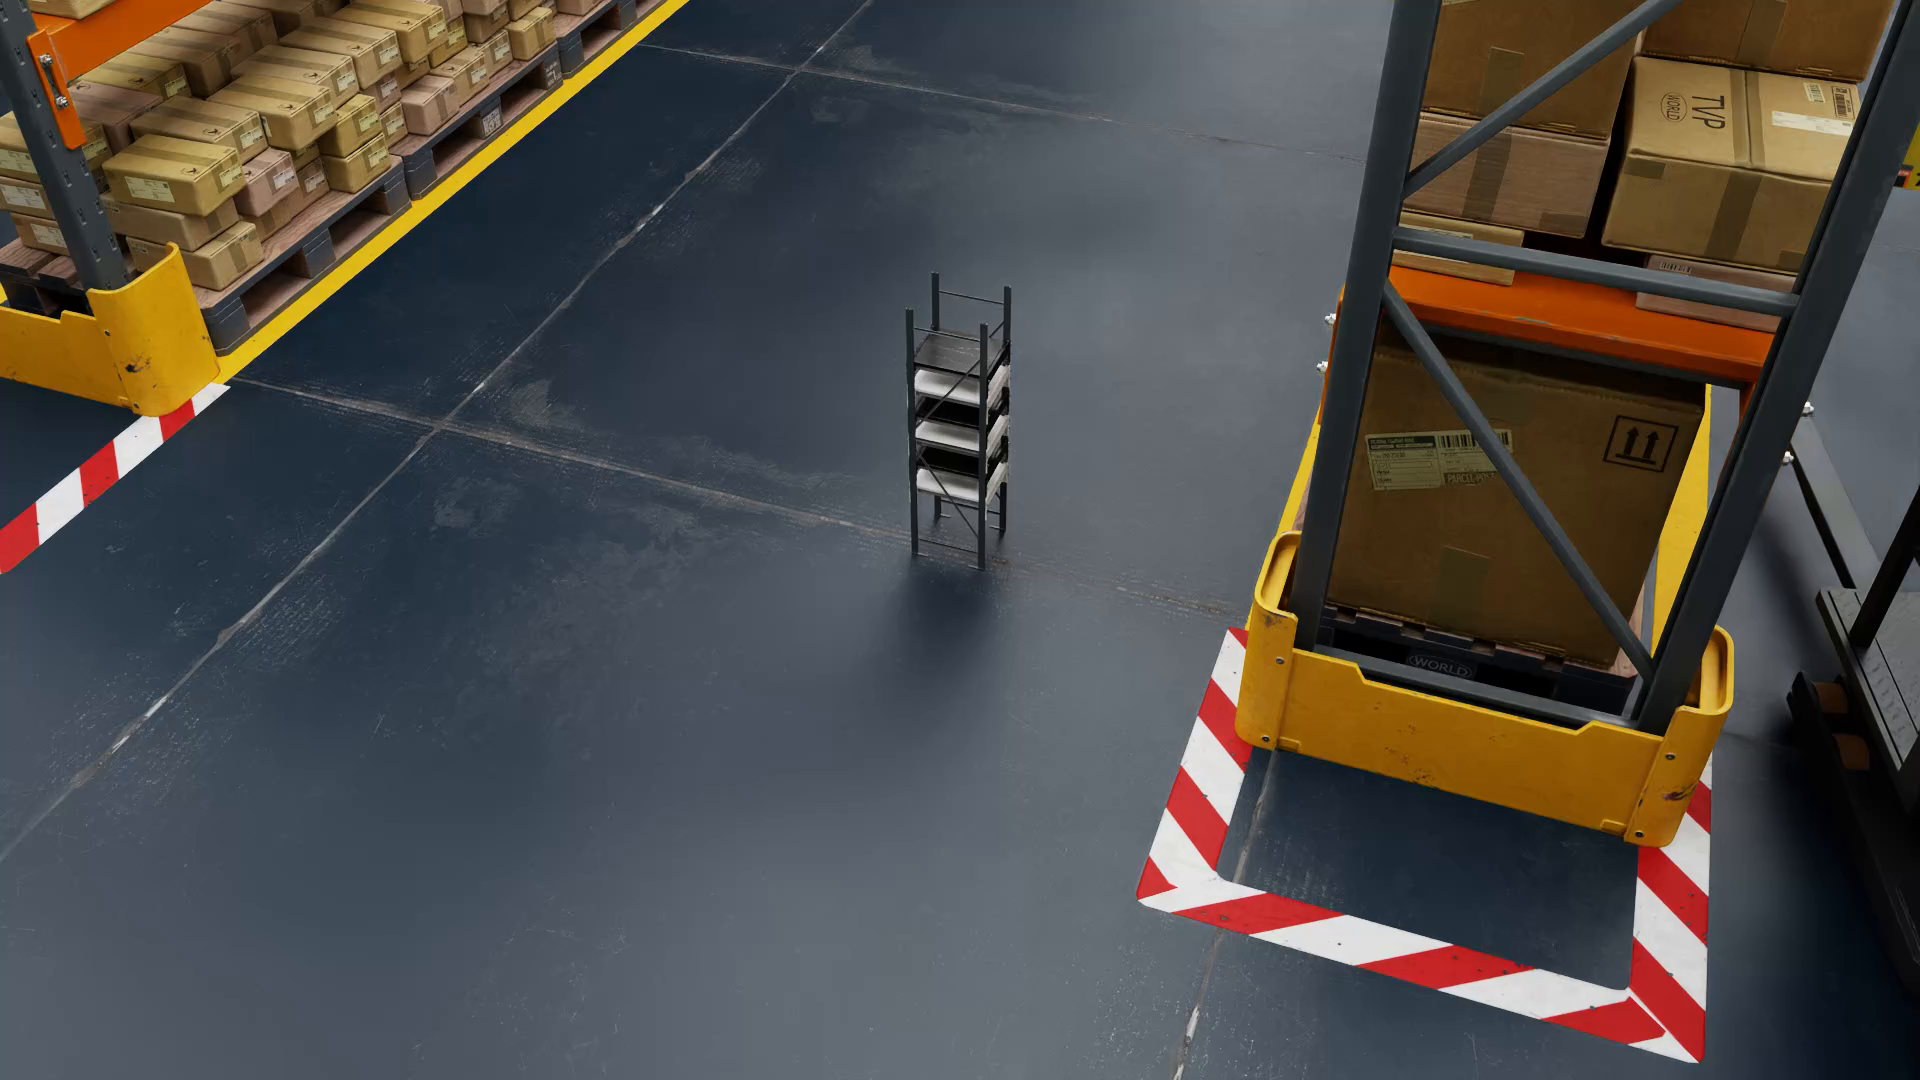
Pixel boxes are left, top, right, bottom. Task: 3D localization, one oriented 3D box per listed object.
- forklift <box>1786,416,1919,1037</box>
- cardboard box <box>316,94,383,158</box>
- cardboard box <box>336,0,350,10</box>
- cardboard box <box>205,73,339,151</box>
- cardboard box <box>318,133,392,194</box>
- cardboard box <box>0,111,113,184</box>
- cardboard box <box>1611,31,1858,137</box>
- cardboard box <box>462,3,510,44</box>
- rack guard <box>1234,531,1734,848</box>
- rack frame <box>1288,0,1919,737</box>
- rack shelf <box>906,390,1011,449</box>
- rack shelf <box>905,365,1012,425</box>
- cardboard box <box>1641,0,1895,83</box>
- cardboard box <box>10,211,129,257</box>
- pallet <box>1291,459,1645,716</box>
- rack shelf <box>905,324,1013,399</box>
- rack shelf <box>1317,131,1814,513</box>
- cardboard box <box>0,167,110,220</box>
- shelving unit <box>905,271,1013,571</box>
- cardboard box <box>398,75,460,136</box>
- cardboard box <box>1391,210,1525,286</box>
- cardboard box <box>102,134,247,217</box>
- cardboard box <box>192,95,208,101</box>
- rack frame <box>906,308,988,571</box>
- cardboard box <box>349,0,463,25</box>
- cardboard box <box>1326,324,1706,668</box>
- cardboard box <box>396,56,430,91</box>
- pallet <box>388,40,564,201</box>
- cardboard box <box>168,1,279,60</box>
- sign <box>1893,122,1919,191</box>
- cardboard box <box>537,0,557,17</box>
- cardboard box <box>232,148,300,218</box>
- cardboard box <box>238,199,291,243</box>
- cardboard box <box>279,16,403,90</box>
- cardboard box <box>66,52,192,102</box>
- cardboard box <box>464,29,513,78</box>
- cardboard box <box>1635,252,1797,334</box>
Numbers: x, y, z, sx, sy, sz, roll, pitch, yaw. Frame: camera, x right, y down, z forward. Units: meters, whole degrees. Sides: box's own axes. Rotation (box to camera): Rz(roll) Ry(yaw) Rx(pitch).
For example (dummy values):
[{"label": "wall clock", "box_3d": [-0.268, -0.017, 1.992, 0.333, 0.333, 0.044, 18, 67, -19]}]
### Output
[{"label": "forklift", "box_3d": [2.835, -0.371, 3.427, 1.130, 2.935, 3.031, 4, 41, 5]}, {"label": "cardboard box", "box_3d": [-2.506, -1.648, 6.514, 0.380, 0.149, 0.250, 15, 43, 16]}, {"label": "cardboard box", "box_3d": [-2.767, -2.371, 7.132, 0.380, 0.149, 0.250, 13, 42, 15]}, {"label": "cardboard box", "box_3d": [-2.578, -1.607, 6.237, 0.380, 0.149, 0.250, 13, 42, 15]}, {"label": "cardboard box", "box_3d": [-2.502, -1.527, 6.602, 0.380, 0.149, 0.250, 14, 42, 16]}, {"label": "cardboard box", "box_3d": [-3.321, -1.422, 6.020, 0.380, 0.149, 0.250, 14, 42, 16]}, {"label": "cardboard box", "box_3d": [1.952, -1.186, 4.216, 0.500, 0.250, 0.500, 13, 42, 15]}, {"label": "cardboard box", "box_3d": [-2.218, -2.322, 7.304, 0.380, 0.149, 0.250, 11, 42, 13]}, {"label": "rack guard", "box_3d": [1.354, 0.387, 4.411, 1.175, 0.500, 0.348, 13, 42, 15]}, {"label": "rack frame", "box_3d": [1.363, -0.579, 3.617, 1.000, 3.000, 0.127, 13, 42, 15]}, {"label": "rack shelf", "box_3d": [-0.003, -0.381, 4.915, 0.258, 0.077, 0.200, 13, 42, 15]}, {"label": "rack shelf", "box_3d": [-0.003, -0.449, 4.857, 0.258, 0.077, 0.200, 13, 42, 15]}, {"label": "cardboard box", "box_3d": [1.952, -1.458, 3.956, 0.500, 0.500, 0.500, 12, 42, 14]}, {"label": "cardboard box", "box_3d": [-3.280, -1.184, 6.199, 0.380, 0.149, 0.250, 14, 42, 16]}, {"label": "pallet", "box_3d": [1.563, -0.023, 5.114, 1.003, 0.211, 1.213, 13, 42, 15]}, {"label": "rack shelf", "box_3d": [-0.003, -0.517, 4.799, 0.258, 0.077, 0.200, 13, 42, 15]}, {"label": "rack shelf", "box_3d": [2.047, -1.525, 5.281, 1.077, 0.370, 4.000, 13, 42, 15]}, {"label": "cardboard box", "box_3d": [-3.351, -1.315, 6.124, 0.380, 0.149, 0.250, 12, 42, 14]}, {"label": "shelving unit", "box_3d": [-0.003, -0.337, 4.952, 0.258, 0.900, 0.210, 13, 42, 15]}, {"label": "cardboard box", "box_3d": [-2.338, -1.837, 6.965, 0.380, 0.149, 0.250, 11, 42, 13]}, {"label": "cardboard box", "box_3d": [1.175, -0.773, 4.039, 0.380, 0.149, 0.250, 14, 42, 16]}, {"label": "cardboard box", "box_3d": [-2.765, -1.287, 5.862, 0.380, 0.149, 0.250, 11, 42, 13]}, {"label": "cardboard box", "box_3d": [-2.987, -1.773, 6.661, 0.380, 0.149, 0.250, 13, 42, 15]}, {"label": "rack frame", "box_3d": [-0.038, -0.275, 4.879, 0.240, 0.900, 0.006, 13, 42, 15]}, {"label": "cardboard box", "box_3d": [-2.338, -2.269, 7.012, 0.380, 0.149, 0.250, 13, 42, 15]}, {"label": "cardboard box", "box_3d": [1.506, -0.338, 4.649, 0.875, 0.875, 0.875, 13, 42, 15]}, {"label": "cardboard box", "box_3d": [-2.451, -2.006, 6.933, 0.380, 0.149, 0.250, 15, 43, 17]}, {"label": "pallet", "box_3d": [-2.508, -1.956, 7.380, 1.003, 0.211, 1.213, 13, 42, 15]}, {"label": "cardboard box", "box_3d": [-3.024, -2.069, 6.778, 0.380, 0.149, 0.250, 15, 43, 17]}, {"label": "sign", "box_3d": [1.882, -0.811, 3.162, 0.100, 0.325, 0.005, 13, 42, 15]}, {"label": "cardboard box", "box_3d": [-2.111, -2.492, 7.733, 0.380, 0.149, 0.250, 12, 42, 14]}, {"label": "cardboard box", "box_3d": [-2.697, -1.347, 6.161, 0.380, 0.149, 0.250, 13, 42, 15]}, {"label": "cardboard box", "box_3d": [-2.771, -1.243, 6.269, 0.380, 0.149, 0.250, 13, 42, 15]}, {"label": "cardboard box", "box_3d": [-2.467, -1.944, 6.632, 0.380, 0.149, 0.250, 15, 43, 17]}, {"label": "cardboard box", "box_3d": [-3.212, -1.749, 6.403, 0.380, 0.149, 0.250, 12, 42, 14]}, {"label": "cardboard box", "box_3d": [-2.216, -2.166, 7.350, 0.380, 0.149, 0.250, 14, 42, 16]}, {"label": "cardboard box", "box_3d": [1.794, -0.626, 3.867, 0.380, 0.149, 0.250, 14, 42, 16]}]
